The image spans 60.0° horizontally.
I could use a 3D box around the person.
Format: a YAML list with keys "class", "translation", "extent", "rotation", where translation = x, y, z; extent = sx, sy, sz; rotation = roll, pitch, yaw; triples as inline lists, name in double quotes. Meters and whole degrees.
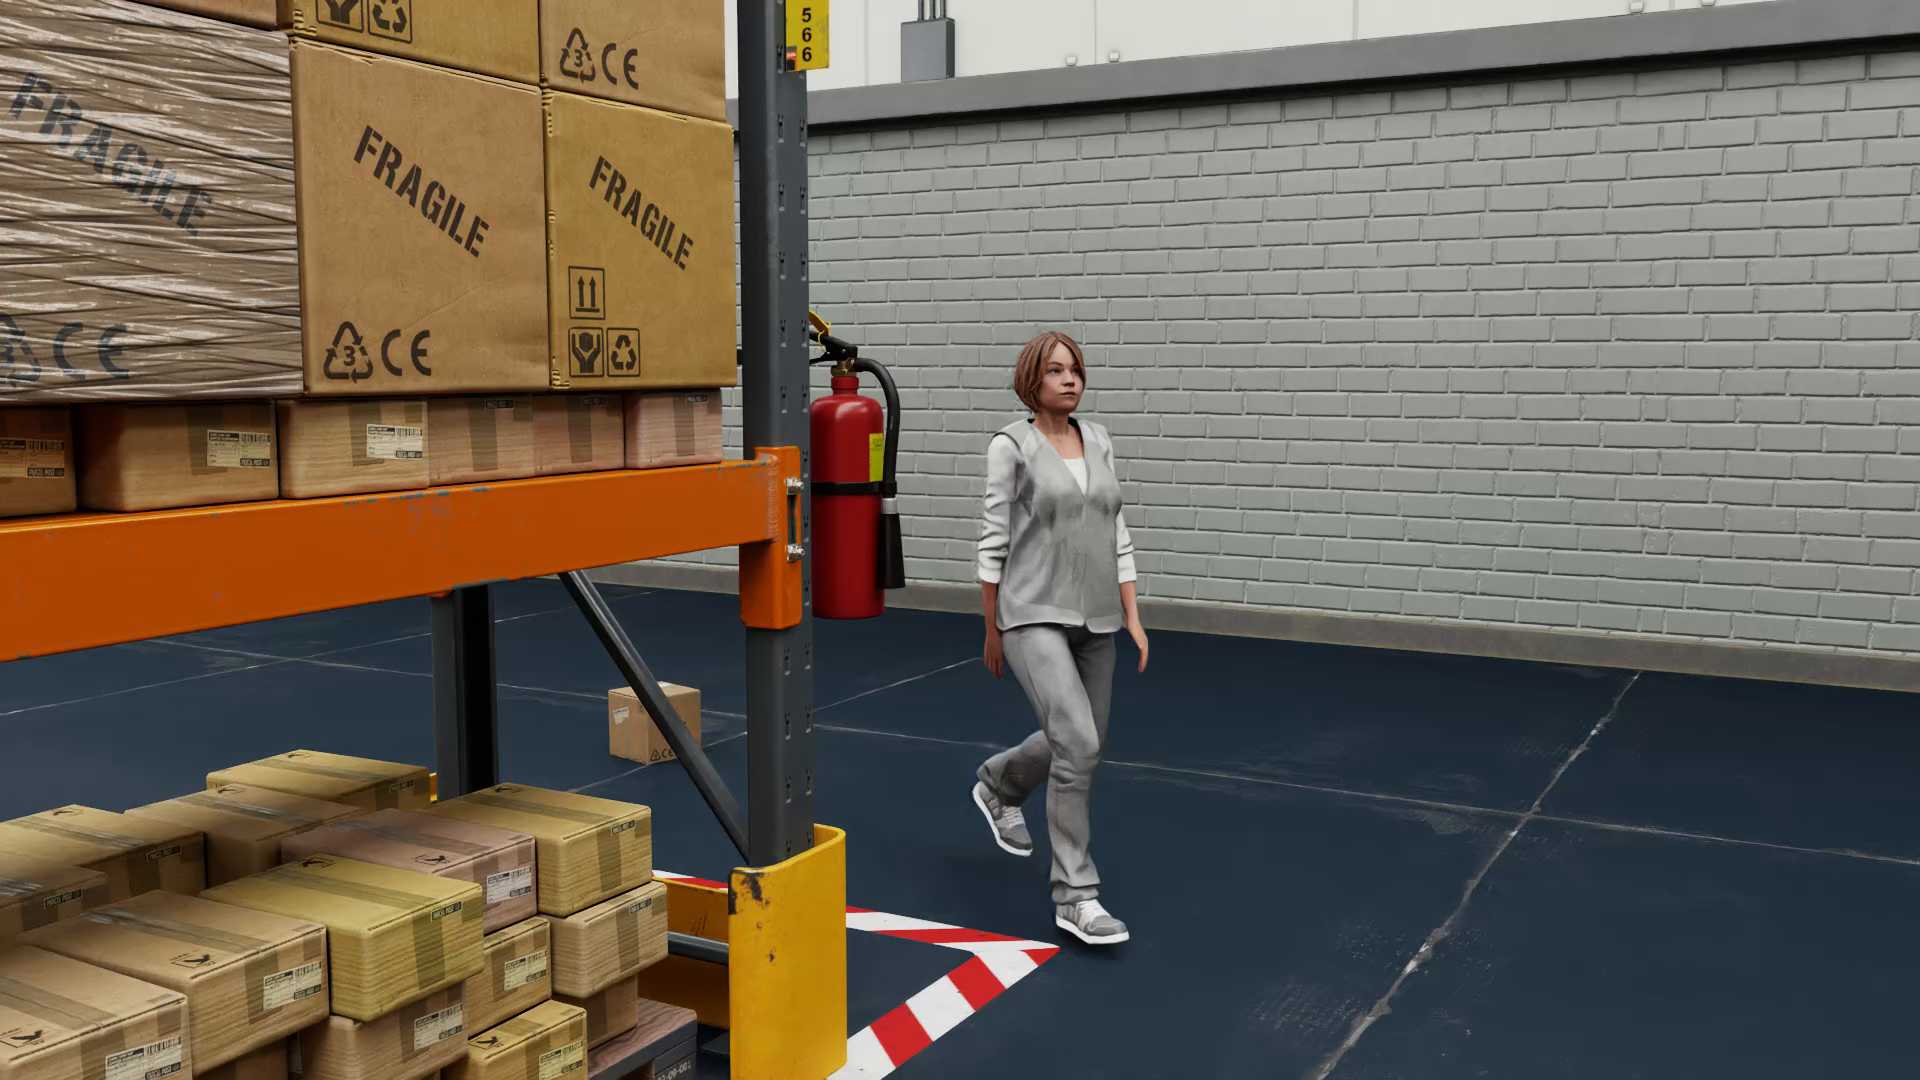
- class: "person"
  translation: [0.245, 0.219, 4.476]
  extent: [0.397, 1.553, 0.841]
  rotation: [-4, 7, -33]
